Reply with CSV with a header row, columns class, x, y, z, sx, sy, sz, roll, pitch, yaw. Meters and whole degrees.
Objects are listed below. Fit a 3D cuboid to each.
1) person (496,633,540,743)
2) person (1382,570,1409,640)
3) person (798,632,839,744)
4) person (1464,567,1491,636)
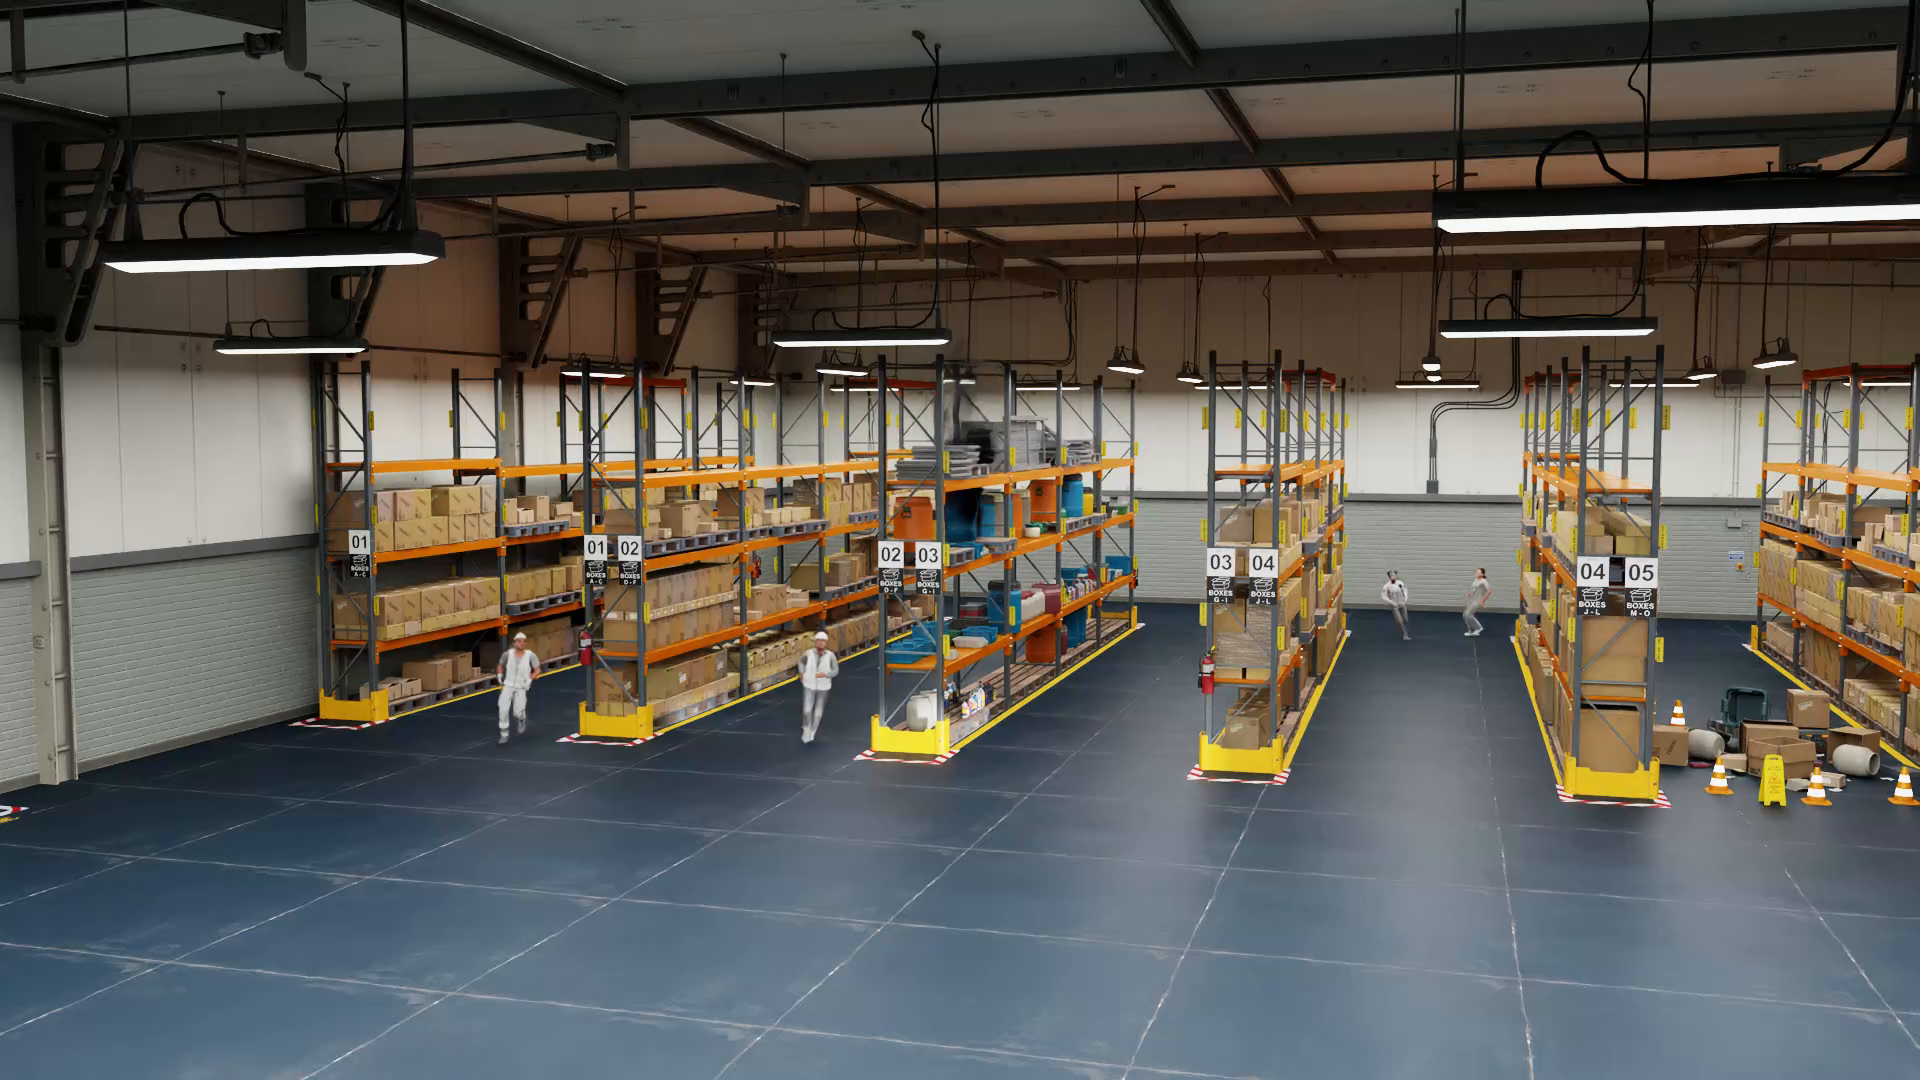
class,x,y,z,sx,sy,sz,roll,pitch,yaw
person,-6.928,2.297,26.045,0.664,1.705,0.577,0,4,-2
person,10.002,1.475,38.184,0.660,1.610,0.547,0,4,-1
person,-2.198,2.288,25.818,0.633,1.749,0.635,0,4,-5
person,11.987,1.439,38.679,0.511,1.613,0.585,0,4,-6
